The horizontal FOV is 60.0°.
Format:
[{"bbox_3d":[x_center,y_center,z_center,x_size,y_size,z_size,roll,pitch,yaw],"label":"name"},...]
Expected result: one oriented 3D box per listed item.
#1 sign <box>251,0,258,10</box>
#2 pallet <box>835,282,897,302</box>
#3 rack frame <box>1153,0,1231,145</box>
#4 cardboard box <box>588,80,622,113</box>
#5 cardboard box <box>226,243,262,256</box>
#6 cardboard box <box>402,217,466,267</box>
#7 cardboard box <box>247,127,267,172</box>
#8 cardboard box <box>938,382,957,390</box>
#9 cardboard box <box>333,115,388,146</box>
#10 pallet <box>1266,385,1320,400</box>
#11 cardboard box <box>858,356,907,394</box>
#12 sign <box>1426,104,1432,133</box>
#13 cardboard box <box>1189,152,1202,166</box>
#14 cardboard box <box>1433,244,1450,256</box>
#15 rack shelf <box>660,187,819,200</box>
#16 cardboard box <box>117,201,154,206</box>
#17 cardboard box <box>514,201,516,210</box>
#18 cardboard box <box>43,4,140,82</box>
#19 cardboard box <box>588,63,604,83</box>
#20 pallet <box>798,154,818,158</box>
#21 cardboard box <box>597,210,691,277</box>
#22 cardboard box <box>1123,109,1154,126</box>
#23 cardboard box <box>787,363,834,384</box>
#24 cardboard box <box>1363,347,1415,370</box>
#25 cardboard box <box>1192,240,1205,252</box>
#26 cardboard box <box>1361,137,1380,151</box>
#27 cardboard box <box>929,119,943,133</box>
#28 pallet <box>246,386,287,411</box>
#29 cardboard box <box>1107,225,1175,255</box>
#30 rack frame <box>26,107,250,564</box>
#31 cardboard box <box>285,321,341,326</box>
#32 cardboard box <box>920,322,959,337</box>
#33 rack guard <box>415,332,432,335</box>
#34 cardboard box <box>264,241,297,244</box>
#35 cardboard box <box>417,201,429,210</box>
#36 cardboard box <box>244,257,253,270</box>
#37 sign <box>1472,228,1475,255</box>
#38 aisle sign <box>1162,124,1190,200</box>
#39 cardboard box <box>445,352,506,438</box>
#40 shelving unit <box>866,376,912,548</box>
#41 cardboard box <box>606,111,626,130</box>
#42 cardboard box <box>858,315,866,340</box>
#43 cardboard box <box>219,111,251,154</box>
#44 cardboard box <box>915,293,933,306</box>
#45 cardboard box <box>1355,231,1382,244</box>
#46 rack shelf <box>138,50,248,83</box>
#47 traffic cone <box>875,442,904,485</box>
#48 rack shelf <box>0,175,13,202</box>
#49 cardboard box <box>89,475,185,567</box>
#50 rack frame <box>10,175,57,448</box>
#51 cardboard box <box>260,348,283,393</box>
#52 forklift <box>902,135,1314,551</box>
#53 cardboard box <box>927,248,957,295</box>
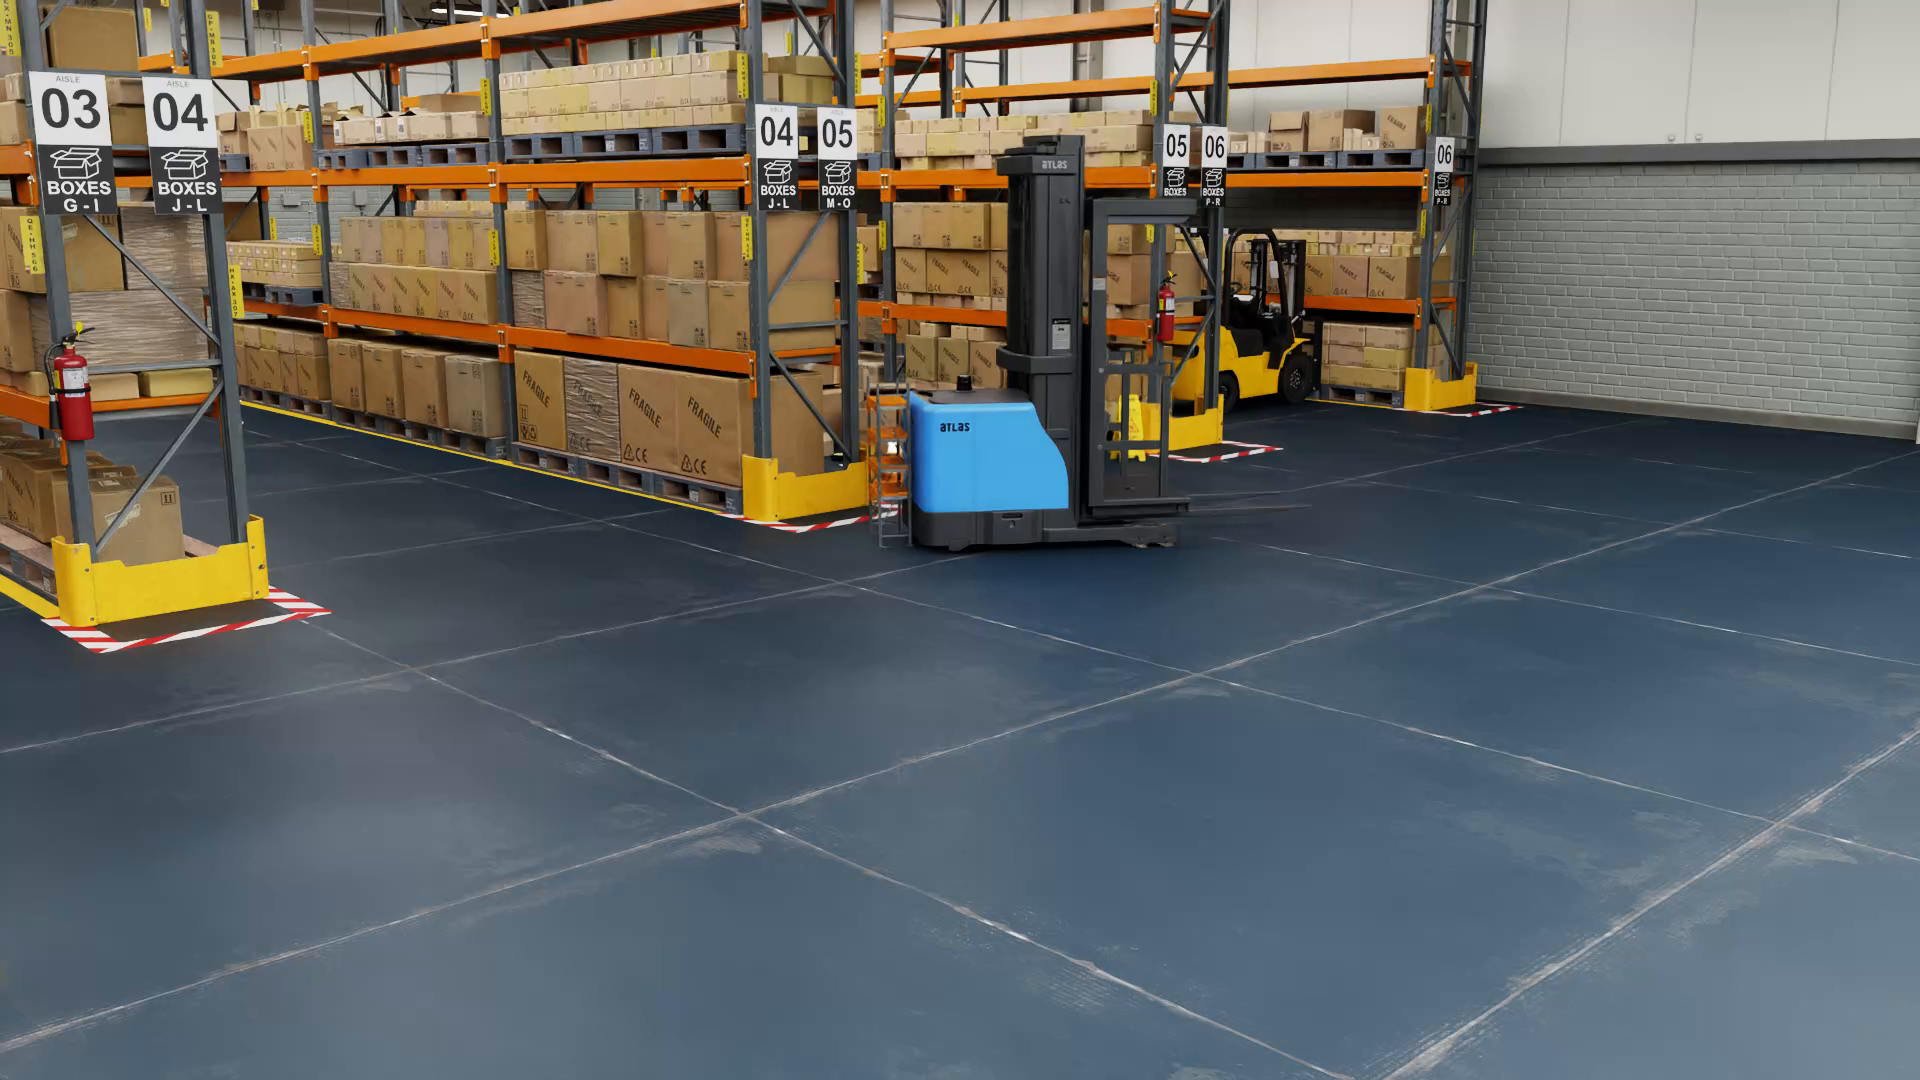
[{"bbox_3d":[-9.126,-7.019,21.474,0.100,0.325,0.005,-11,16,-43],"label":"sign"},{"bbox_3d":[-0.911,-3.043,20.222,1.003,0.211,1.213,-11,16,-43],"label":"pallet"},{"bbox_3d":[2.274,-5.359,16.124,1.000,3.000,0.127,-11,16,-43],"label":"rack frame"},{"bbox_3d":[-2.815,-3.765,14.166,0.500,0.250,0.500,-11,16,-42],"label":"cardboard box"},{"bbox_3d":[-8.690,-3.532,20.228,0.380,0.149,0.250,-10,15,-40],"label":"cardboard box"},{"bbox_3d":[-5.399,-3.133,17.460,0.700,0.500,0.500,-11,16,-43],"label":"cardboard box"},{"bbox_3d":[-8.036,-4.595,19.599,0.500,0.500,0.500,-11,16,-43],"label":"cardboard box"},{"bbox_3d":[0.101,-1.664,18.827,0.500,0.250,0.500,-10,15,-39],"label":"cardboard box"},{"bbox_3d":[-6.420,-4.428,17.969,0.500,0.311,0.500,-11,16,-42],"label":"cardboard box"},{"bbox_3d":[4.465,-2.031,21.748,1.003,0.211,1.213,-11,16,-43],"label":"pallet"},{"bbox_3d":[-0.852,-2.000,20.156,0.950,0.372,0.625,-11,16,-42],"label":"cardboard box"},{"bbox_3d":[5.460,-4.904,19.348,0.100,0.325,0.005,-11,16,-43],"label":"sign"},{"bbox_3d":[2.280,-3.861,16.907,0.380,0.149,0.250,-11,16,-42],"label":"cardboard box"},{"bbox_3d":[5.815,-3.566,20.430,0.250,0.149,0.380,11,16,44],"label":"cardboard box"},{"bbox_3d":[-3.806,-6.273,29.777,1.077,0.370,4.000,-11,16,-43],"label":"rack shelf"},{"bbox_3d":[-11.471,-4.482,23.269,0.500,0.500,0.500,-11,16,-44],"label":"cardboard box"},{"bbox_3d":[-6.559,-5.083,25.317,0.380,0.149,0.250,-10,16,-41],"label":"cardboard box"},{"bbox_3d":[-5.723,-3.203,10.868,0.500,0.500,0.500,-11,16,-43],"label":"cardboard box"},{"bbox_3d":[-2.942,-3.969,14.168,0.380,0.149,0.250,-11,16,-43],"label":"cardboard box"},{"bbox_3d":[-1.556,-4.638,20.521,1.213,0.211,1.003,-11,16,-43],"label":"pallet"},{"bbox_3d":[-2.659,-2.606,14.578,0.875,0.550,0.500,-11,16,-43],"label":"cardboard box"},{"bbox_3d":[1.827,-4.166,16.412,0.380,0.149,0.250,-11,16,-42],"label":"cardboard box"},{"bbox_3d":[-1.755,-1.899,18.514,0.500,0.500,0.500,-11,16,-43],"label":"cardboard box"},{"bbox_3d":[5.300,-2.245,20.408,0.500,0.250,0.500,-11,16,-43],"label":"cardboard box"},{"bbox_3d":[3.309,-3.943,22.261,0.380,0.149,0.250,-10,16,-41],"label":"cardboard box"},{"bbox_3d":[5.070,-4.793,20.141,0.250,0.149,0.380,11,16,44],"label":"cardboard box"},{"bbox_3d":[-0.130,-4.576,18.404,0.250,0.149,0.380,11,16,43],"label":"cardboard box"},{"bbox_3d":[-8.138,-1.811,20.677,1.003,0.211,1.213,-11,16,-43],"label":"pallet"},{"bbox_3d":[1.764,-3.150,16.803,0.500,0.500,0.700,11,16,44],"label":"cardboard box"},{"bbox_3d":[-4.893,-1.040,10.027,1.000,3.000,0.127,-11,16,-43],"label":"rack frame"},{"bbox_3d":[-8.105,-2.591,20.850,0.500,0.250,0.500,11,16,43],"label":"cardboard box"},{"bbox_3d":[-0.233,-2.399,18.927,0.380,0.149,0.250,-11,16,-42],"label":"cardboard box"},{"bbox_3d":[-8.792,-3.535,28.333,1.175,0.500,0.348,-11,16,-43],"label":"rack guard"},{"bbox_3d":[-8.560,-3.695,21.021,0.380,0.149,0.250,-11,16,-43],"label":"cardboard box"},{"bbox_3d":[-8.730,-5.522,27.449,0.380,0.149,0.250,-10,16,-41],"label":"cardboard box"},{"bbox_3d":[-8.323,-3.309,19.884,0.380,0.149,0.250,-10,16,-41],"label":"cardboard box"},{"bbox_3d":[6.267,-3.653,20.365,0.100,0.325,0.005,-11,16,-43],"label":"sign"},{"bbox_3d":[2.107,-3.645,16.227,0.394,0.787,0.004,-11,16,-43],"label":"aisle sign"},{"bbox_3d":[-4.492,-1.482,16.707,1.050,0.750,0.750,-11,16,-43],"label":"cardboard box"},{"bbox_3d":[-0.524,-0.585,12.272,0.258,1.200,0.503,-3,12,-11],"label":"shelving unit"},{"bbox_3d":[-2.764,-3.541,14.067,0.380,0.149,0.250,-11,16,-42],"label":"cardboard box"},{"bbox_3d":[-1.538,-3.594,27.578,0.500,0.500,0.500,11,16,43],"label":"cardboard box"},{"bbox_3d":[-8.551,-4.950,20.272,0.797,0.503,0.637,-11,16,-43],"label":"cardboard box"},{"bbox_3d":[-0.290,-2.762,19.005,0.380,0.149,0.250,-10,15,-41],"label":"cardboard box"},{"bbox_3d":[5.069,-3.715,20.416,0.380,0.149,0.250,-10,16,-41],"label":"cardboard box"},{"bbox_3d":[-10.904,-6.344,22.695,1.077,0.370,4.000,-11,16,-43],"label":"rack shelf"},{"bbox_3d":[-0.576,-0.750,14.903,0.336,0.463,0.334,-11,16,-43],"label":"traffic cone"},{"bbox_3d":[-9.037,-3.033,14.047,1.077,0.370,4.000,-11,16,-43],"label":"rack shelf"},{"bbox_3d":[-5.312,-0.115,10.690,0.500,0.500,0.500,-7,14,-32],"label":"cardboard box"},{"bbox_3d":[-7.655,-1.624,12.860,1.000,3.000,0.127,-11,16,-43],"label":"rack frame"},{"bbox_3d":[-8.137,-2.076,20.210,0.500,0.500,0.500,11,16,43],"label":"cardboard box"},{"bbox_3d":[1.126,-1.480,12.333,3.031,2.935,1.130,-2,12,-11],"label":"forklift"},{"bbox_3d":[-0.022,-3.027,18.683,0.500,0.500,0.500,-11,16,-43],"label":"cardboard box"}]
